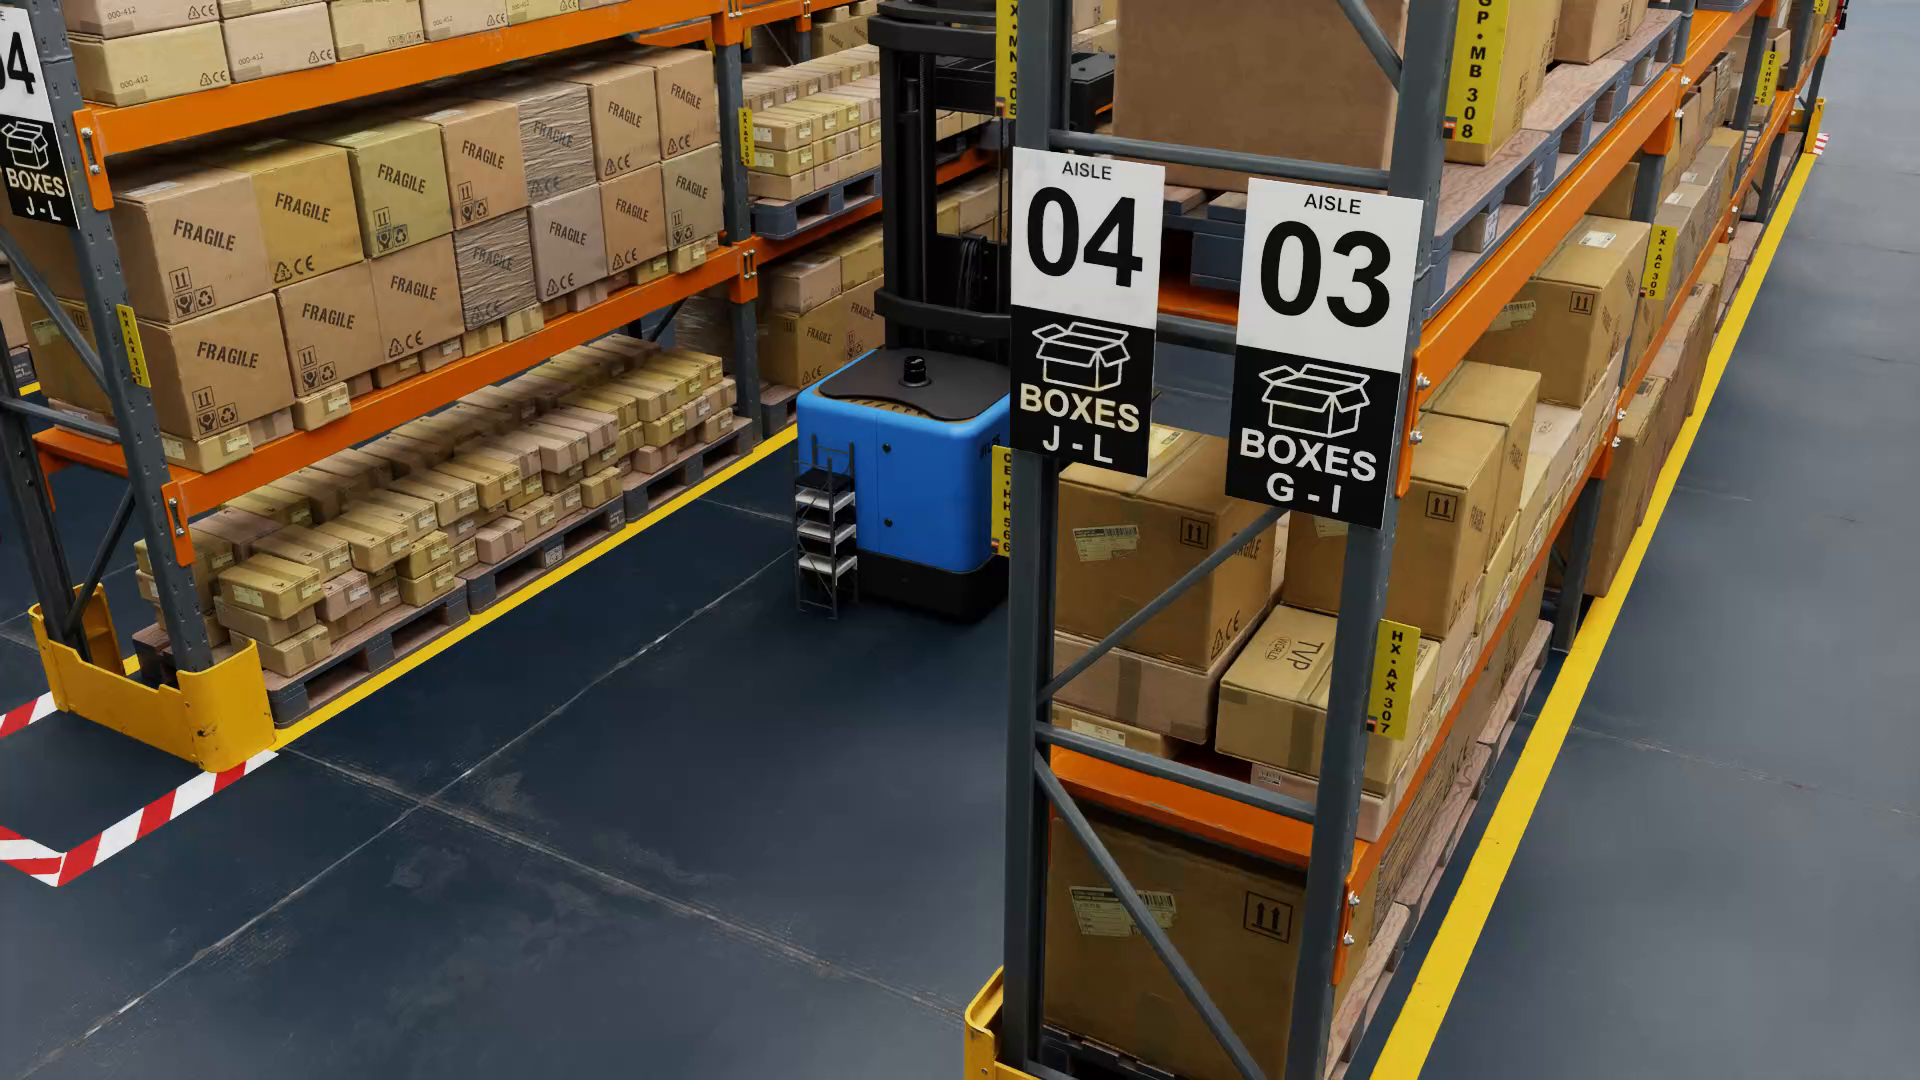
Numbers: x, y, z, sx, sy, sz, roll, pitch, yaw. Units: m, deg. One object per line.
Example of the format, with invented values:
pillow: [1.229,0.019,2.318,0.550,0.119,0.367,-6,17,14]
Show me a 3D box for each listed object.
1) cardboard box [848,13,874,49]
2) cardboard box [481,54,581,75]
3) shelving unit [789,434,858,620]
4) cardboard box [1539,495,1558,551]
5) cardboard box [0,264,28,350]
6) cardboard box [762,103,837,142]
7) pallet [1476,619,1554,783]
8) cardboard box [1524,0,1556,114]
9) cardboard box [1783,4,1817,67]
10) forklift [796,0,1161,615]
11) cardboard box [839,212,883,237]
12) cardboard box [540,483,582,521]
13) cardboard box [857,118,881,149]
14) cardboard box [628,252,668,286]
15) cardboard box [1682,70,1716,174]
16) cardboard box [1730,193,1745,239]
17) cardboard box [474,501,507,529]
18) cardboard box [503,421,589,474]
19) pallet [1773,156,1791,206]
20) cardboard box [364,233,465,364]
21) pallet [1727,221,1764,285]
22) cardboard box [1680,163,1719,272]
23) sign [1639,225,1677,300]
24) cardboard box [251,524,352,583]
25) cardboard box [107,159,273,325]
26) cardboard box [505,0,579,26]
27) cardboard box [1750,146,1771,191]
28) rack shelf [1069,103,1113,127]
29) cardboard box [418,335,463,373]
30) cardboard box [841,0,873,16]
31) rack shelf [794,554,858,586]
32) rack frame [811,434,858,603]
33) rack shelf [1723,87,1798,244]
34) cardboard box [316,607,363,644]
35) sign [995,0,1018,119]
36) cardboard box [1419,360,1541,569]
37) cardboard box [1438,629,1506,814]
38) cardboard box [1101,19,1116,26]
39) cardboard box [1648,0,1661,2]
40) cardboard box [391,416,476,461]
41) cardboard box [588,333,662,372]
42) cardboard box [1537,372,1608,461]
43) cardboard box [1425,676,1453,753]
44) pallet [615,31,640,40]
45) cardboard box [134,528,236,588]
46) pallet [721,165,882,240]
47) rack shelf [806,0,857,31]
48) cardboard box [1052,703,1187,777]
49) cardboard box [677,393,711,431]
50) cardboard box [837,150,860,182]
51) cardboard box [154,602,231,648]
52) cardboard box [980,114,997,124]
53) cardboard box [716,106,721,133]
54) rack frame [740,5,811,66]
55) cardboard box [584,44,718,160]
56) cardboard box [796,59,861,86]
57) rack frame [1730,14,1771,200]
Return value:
cardboard box: [-1.349,-5.885,19.421,0.500,0.500,0.500,16,31,28]
cardboard box: [-2.379,-2.339,9.010,0.500,0.500,0.500,13,29,25]
shelving unit: [-0.681,-0.061,8.366,0.258,0.900,0.210,13,30,25]
cardboard box: [2.068,-0.106,6.391,0.380,0.149,0.250,14,30,25]
cardboard box: [-6.905,-1.564,11.417,0.875,0.438,0.875,13,29,25]
cardboard box: [-0.978,-2.545,10.131,0.380,0.149,0.250,15,30,27]
pallet: [2.123,0.616,7.784,1.003,0.211,1.213,14,30,26]
cardboard box: [1.400,-1.589,5.030,0.700,0.500,0.500,12,29,23]
cardboard box: [6.776,-4.367,14.179,0.875,0.500,0.500,14,30,26]
forklift: [0.295,-1.560,9.092,1.130,2.935,3.031,13,30,25]
cardboard box: [-0.596,-2.083,11.545,0.500,0.250,0.500,15,30,28]
cardboard box: [-2.296,-0.236,9.087,0.380,0.149,0.250,15,30,27]
cardboard box: [-0.730,-2.606,10.584,0.380,0.149,0.250,13,29,24]
cardboard box: [-1.856,-1.551,9.278,0.380,0.149,0.250,15,30,28]
cardboard box: [3.836,-2.427,9.516,0.797,0.503,0.637,15,30,27]
cardboard box: [6.180,-2.872,13.938,0.700,0.500,0.500,12,29,22]
cardboard box: [-2.597,-0.201,8.683,0.380,0.149,0.250,16,31,29]
cardboard box: [-2.230,-0.500,8.949,0.380,0.149,0.250,13,29,24]
pallet: [7.399,-3.528,16.061,1.003,0.211,1.213,14,30,26]
cardboard box: [-2.717,-1.177,7.806,0.500,0.500,0.500,15,30,27]
pallet: [6.119,-2.477,13.963,1.003,0.211,1.213,14,30,26]
cardboard box: [4.003,-1.871,9.524,0.500,0.500,0.500,13,29,24]
sign: [3.049,-1.211,7.262,0.100,0.325,0.005,14,30,26]
cardboard box: [-3.087,0.075,7.800,0.380,0.149,0.250,15,30,27]
cardboard box: [-3.219,-1.224,6.783,0.500,0.500,0.500,14,30,26]
cardboard box: [-2.215,-2.675,8.059,0.500,0.250,0.500,14,30,25]
cardboard box: [7.007,-3.470,15.154,0.500,0.500,0.500,-22,34,-37]
rack shelf: [1.248,-4.058,14.810,1.077,0.370,4.000,14,30,26]
cardboard box: [-2.650,-0.947,8.072,0.380,0.149,0.250,14,30,25]
cardboard box: [-1.237,-6.200,19.325,0.380,0.149,0.250,15,30,28]
rack shelf: [-0.681,0.130,8.461,0.258,0.077,0.200,13,30,25]
rack frame: [-0.634,-0.101,8.446,0.240,0.900,0.006,13,30,25]
rack shelf: [5.517,-2.927,12.549,1.077,0.370,4.000,14,30,26]
cardboard box: [-3.077,0.351,7.914,0.380,0.149,0.250,14,30,26]
sign: [0.132,-1.178,4.000,0.100,0.325,0.005,14,30,26]
cardboard box: [1.564,-0.278,5.452,0.500,0.500,0.500,13,30,25]
cardboard box: [1.728,0.443,6.919,0.875,0.875,0.875,14,30,26]
cardboard box: [1.216,-4.156,14.090,0.500,0.500,0.500,14,30,26]
cardboard box: [2.842,-2.712,7.385,0.700,0.500,0.500,15,30,27]
cardboard box: [-2.844,-0.529,9.006,0.380,0.149,0.250,14,30,26]
cardboard box: [-2.053,-1.132,10.211,0.380,0.149,0.250,16,31,28]
cardboard box: [2.324,-0.544,6.821,0.500,0.250,0.500,15,30,28]
cardboard box: [1.310,0.495,5.190,0.380,0.149,0.250,13,30,25]
pallet: [-3.837,-4.867,15.835,1.213,0.211,1.003,14,30,26]
cardboard box: [-3.632,0.076,7.798,0.380,0.149,0.250,15,30,27]
pallet: [-1.201,-2.222,10.551,1.003,0.211,1.213,14,30,26]
rack shelf: [-1.144,-6.668,20.023,1.077,0.370,4.000,14,30,26]
cardboard box: [0.486,0.550,5.081,0.380,0.149,0.250,15,30,27]
cardboard box: [-1.704,-0.787,9.854,0.380,0.149,0.250,13,29,24]
cardboard box: [-0.852,-2.375,10.455,0.380,0.149,0.250,14,30,26]
cardboard box: [-3.594,0.353,7.909,0.380,0.149,0.250,15,30,27]
cardboard box: [0.046,-3.089,11.882,0.380,0.149,0.250,14,30,25]
cardboard box: [-1.676,-2.583,10.205,0.380,0.149,0.250,16,31,28]
rack frame: [-2.127,-6.210,18.305,1.000,3.000,0.127,14,30,26]
cardboard box: [-1.699,-2.424,9.180,0.500,0.500,0.500,13,29,24]
cardboard box: [-0.903,-3.196,11.430,0.380,0.149,0.250,14,30,25]
rack frame: [4.533,-2.469,10.831,1.000,3.000,0.127,14,30,26]
